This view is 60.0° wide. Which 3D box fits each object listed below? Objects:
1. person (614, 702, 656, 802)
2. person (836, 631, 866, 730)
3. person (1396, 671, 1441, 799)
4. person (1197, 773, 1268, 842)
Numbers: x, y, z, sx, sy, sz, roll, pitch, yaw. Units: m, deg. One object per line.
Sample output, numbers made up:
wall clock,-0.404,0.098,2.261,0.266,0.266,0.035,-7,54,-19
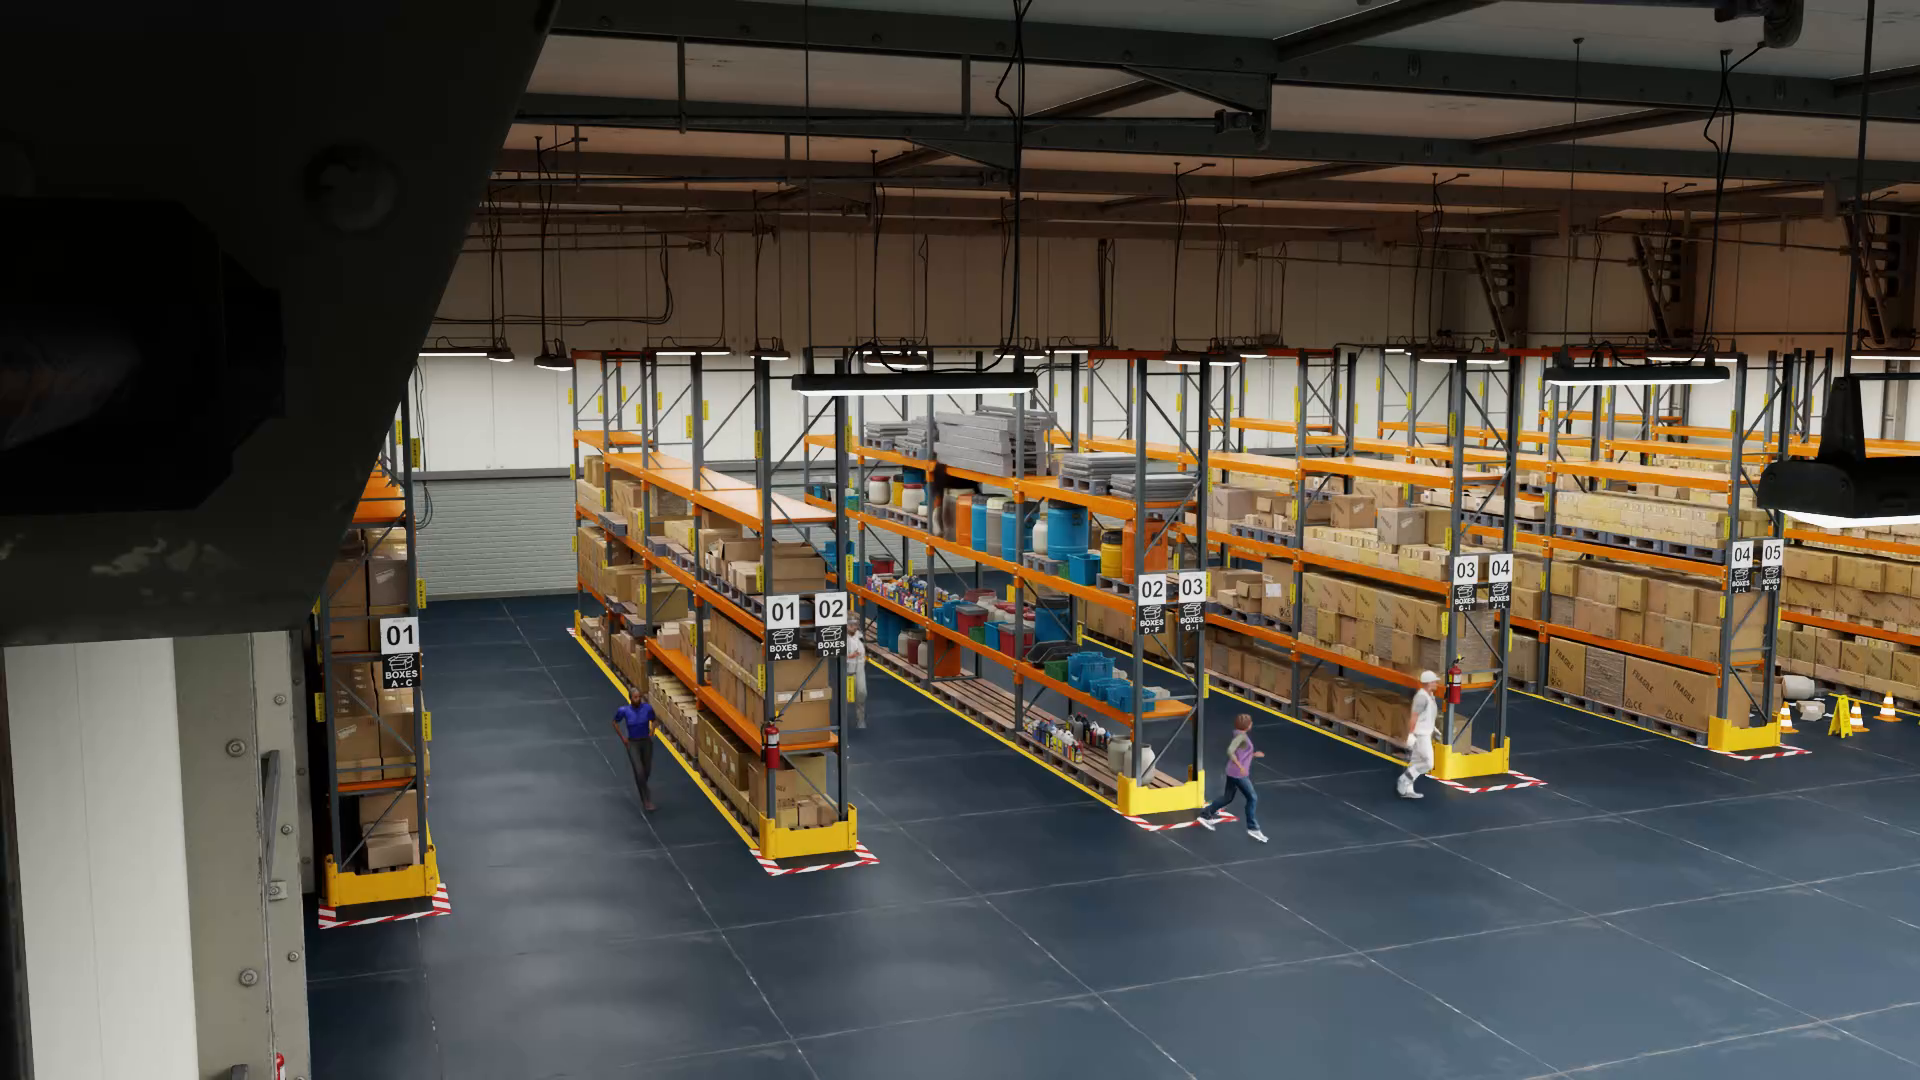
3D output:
person,-4.368,2.799,22.350,0.557,1.361,0.691,-3,8,-20
person,-1.781,2.244,26.897,0.448,1.580,0.832,-3,8,-23
person,6.251,2.647,22.663,0.526,1.763,0.648,3,8,25
person,3.420,3.276,20.821,0.869,0.984,0.341,0,7,1
